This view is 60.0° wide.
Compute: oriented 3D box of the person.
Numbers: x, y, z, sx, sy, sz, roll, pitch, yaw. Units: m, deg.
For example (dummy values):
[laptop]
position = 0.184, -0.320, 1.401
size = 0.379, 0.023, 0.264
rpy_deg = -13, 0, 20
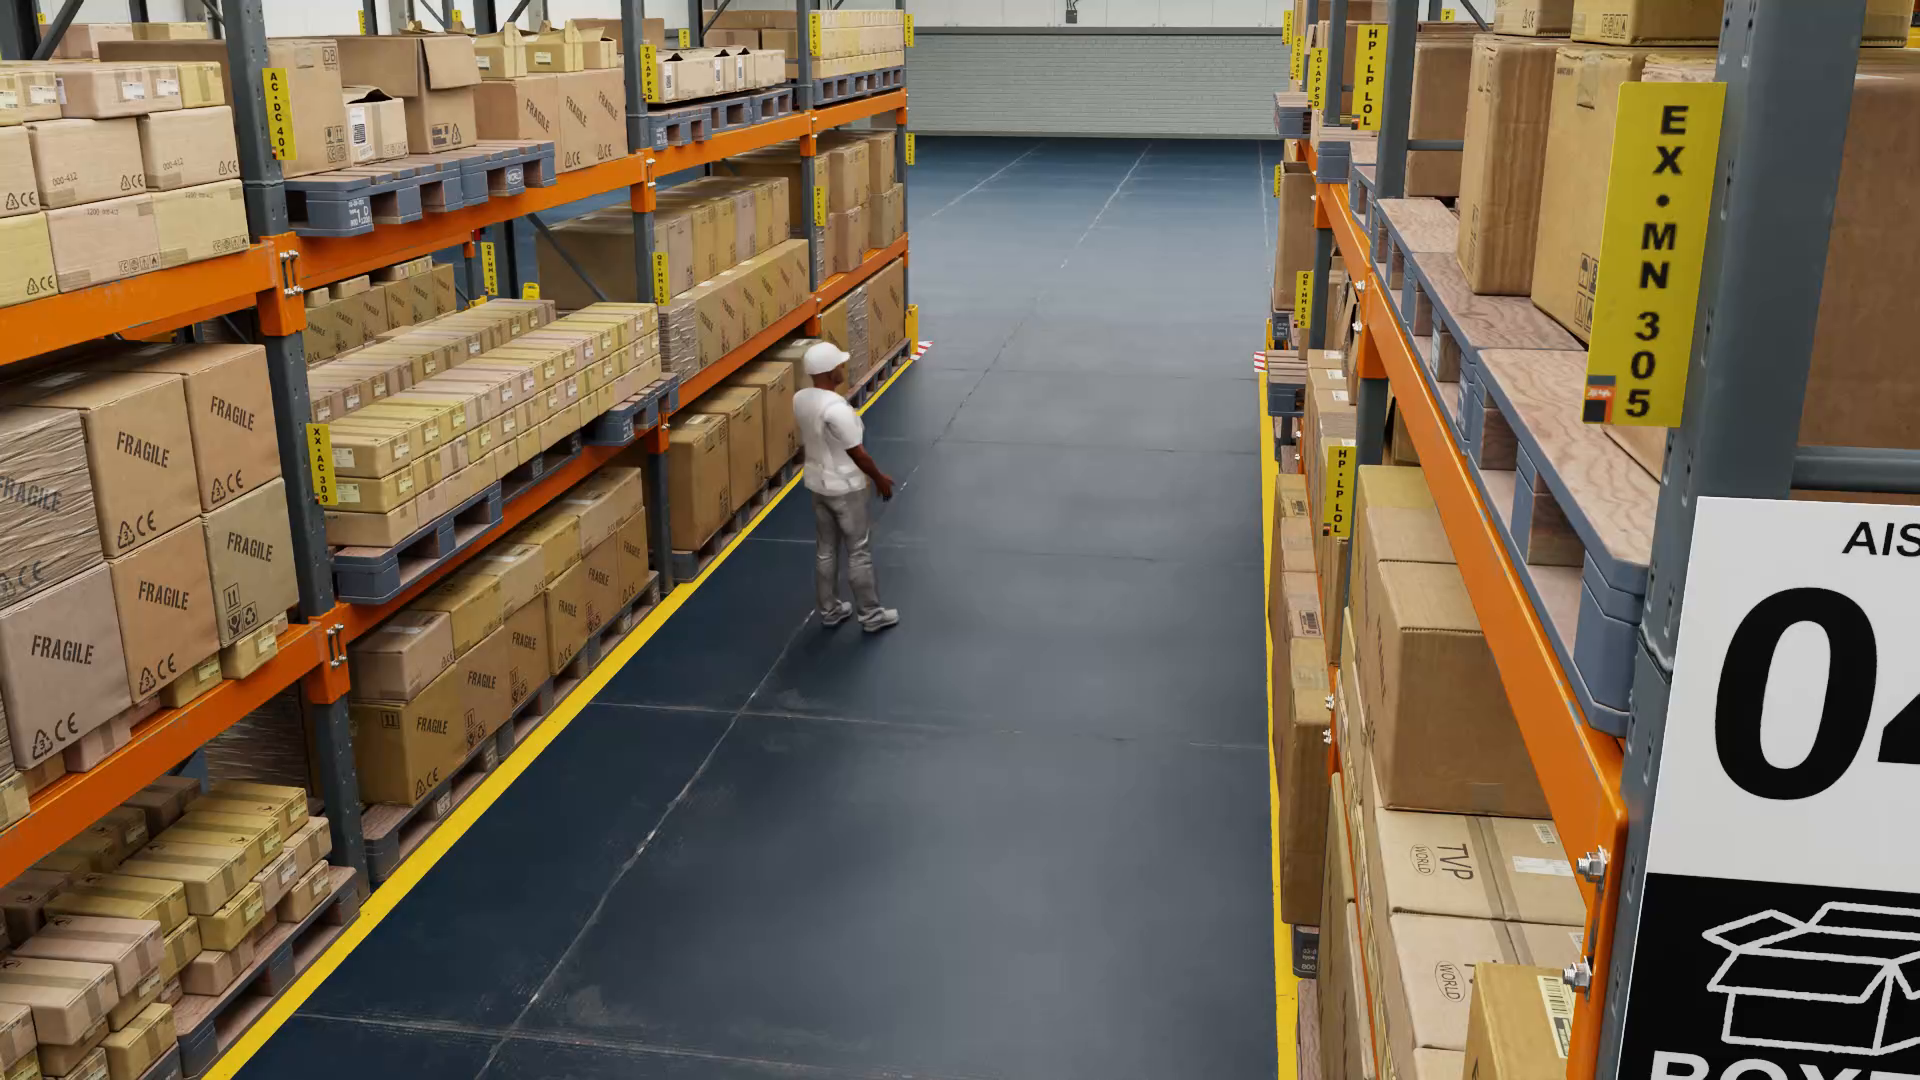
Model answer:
[person]
position = -0.694, -0.333, 10.029
size = 0.551, 1.771, 0.553
rpy_deg = -13, 22, -36
